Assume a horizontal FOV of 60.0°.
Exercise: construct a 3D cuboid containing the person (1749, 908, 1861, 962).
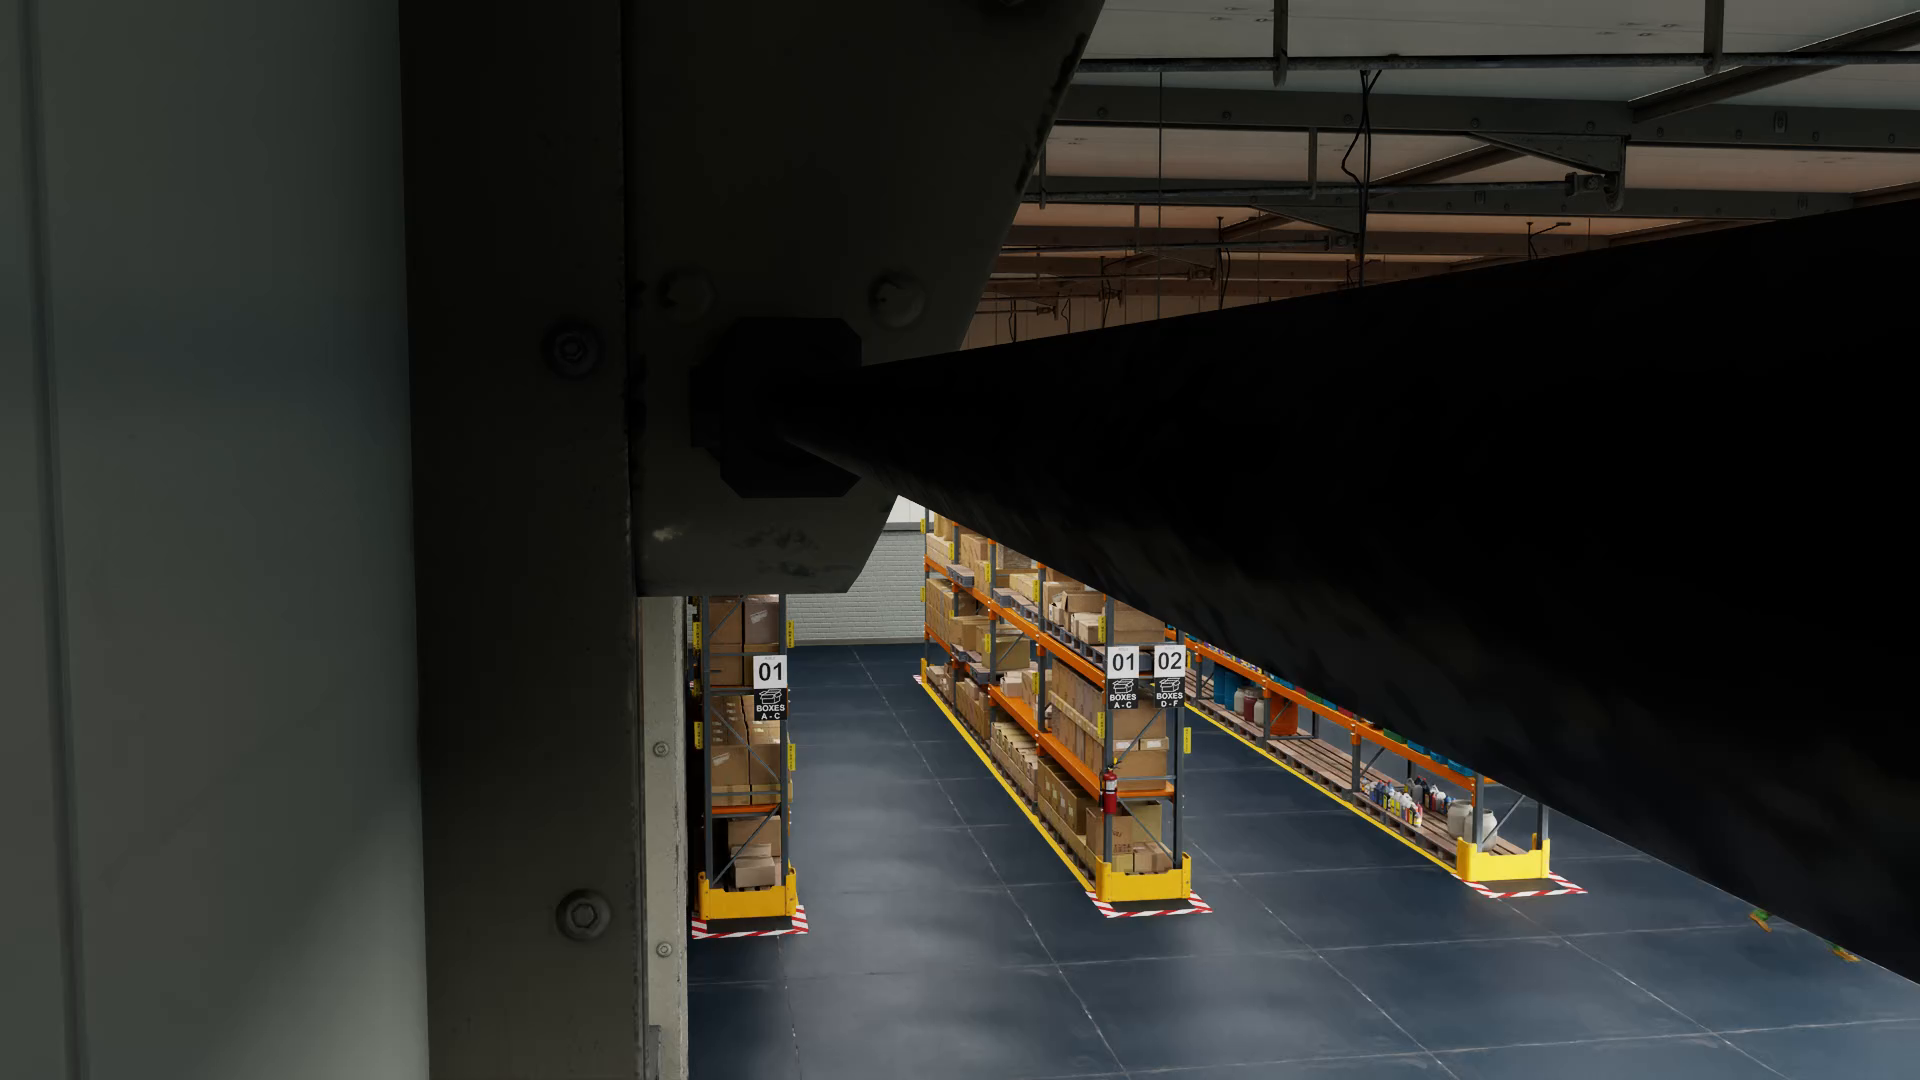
[{"bbox_3d":[9.560,3.803,18.777,1.150,1.801,0.626,2,5,22],"label":"person"}]
